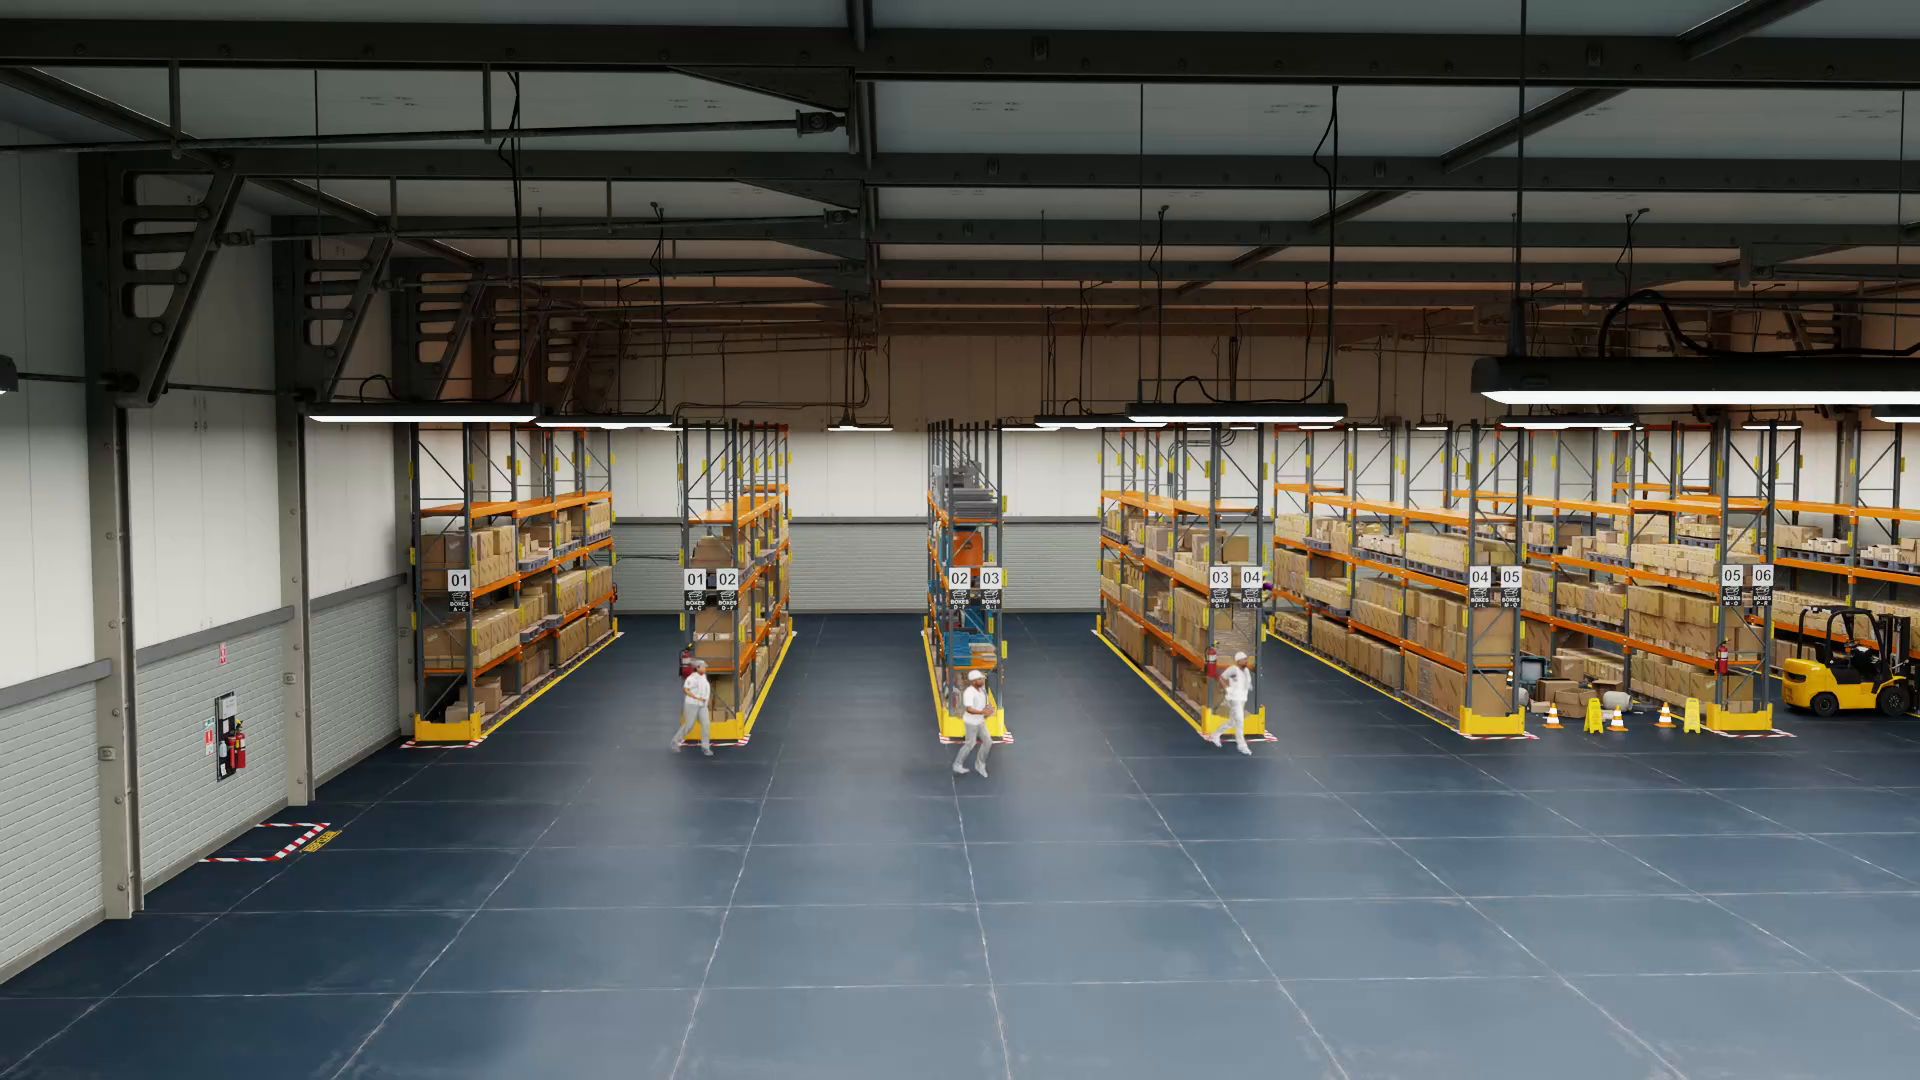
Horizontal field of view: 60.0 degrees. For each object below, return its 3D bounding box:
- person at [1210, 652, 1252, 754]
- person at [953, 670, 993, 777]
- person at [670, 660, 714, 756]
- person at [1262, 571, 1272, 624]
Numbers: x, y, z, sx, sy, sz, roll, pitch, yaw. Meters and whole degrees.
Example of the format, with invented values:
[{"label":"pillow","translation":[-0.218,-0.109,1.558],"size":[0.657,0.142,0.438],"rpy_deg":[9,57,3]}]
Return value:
[{"label":"person","translation":[5.017,2.917,30.144],"size":[0.930,1.786,0.707],"rpy_deg":[3,5,40]},{"label":"person","translation":[0.256,3.084,27.735],"size":[0.744,1.840,0.726],"rpy_deg":[2,4,24]},{"label":"person","translation":[-4.698,2.982,29.779],"size":[0.863,1.668,0.670],"rpy_deg":[2,4,28]},{"label":"person","translation":[8.747,1.730,49.075],"size":[0.962,1.693,0.839],"rpy_deg":[0,4,7]}]
